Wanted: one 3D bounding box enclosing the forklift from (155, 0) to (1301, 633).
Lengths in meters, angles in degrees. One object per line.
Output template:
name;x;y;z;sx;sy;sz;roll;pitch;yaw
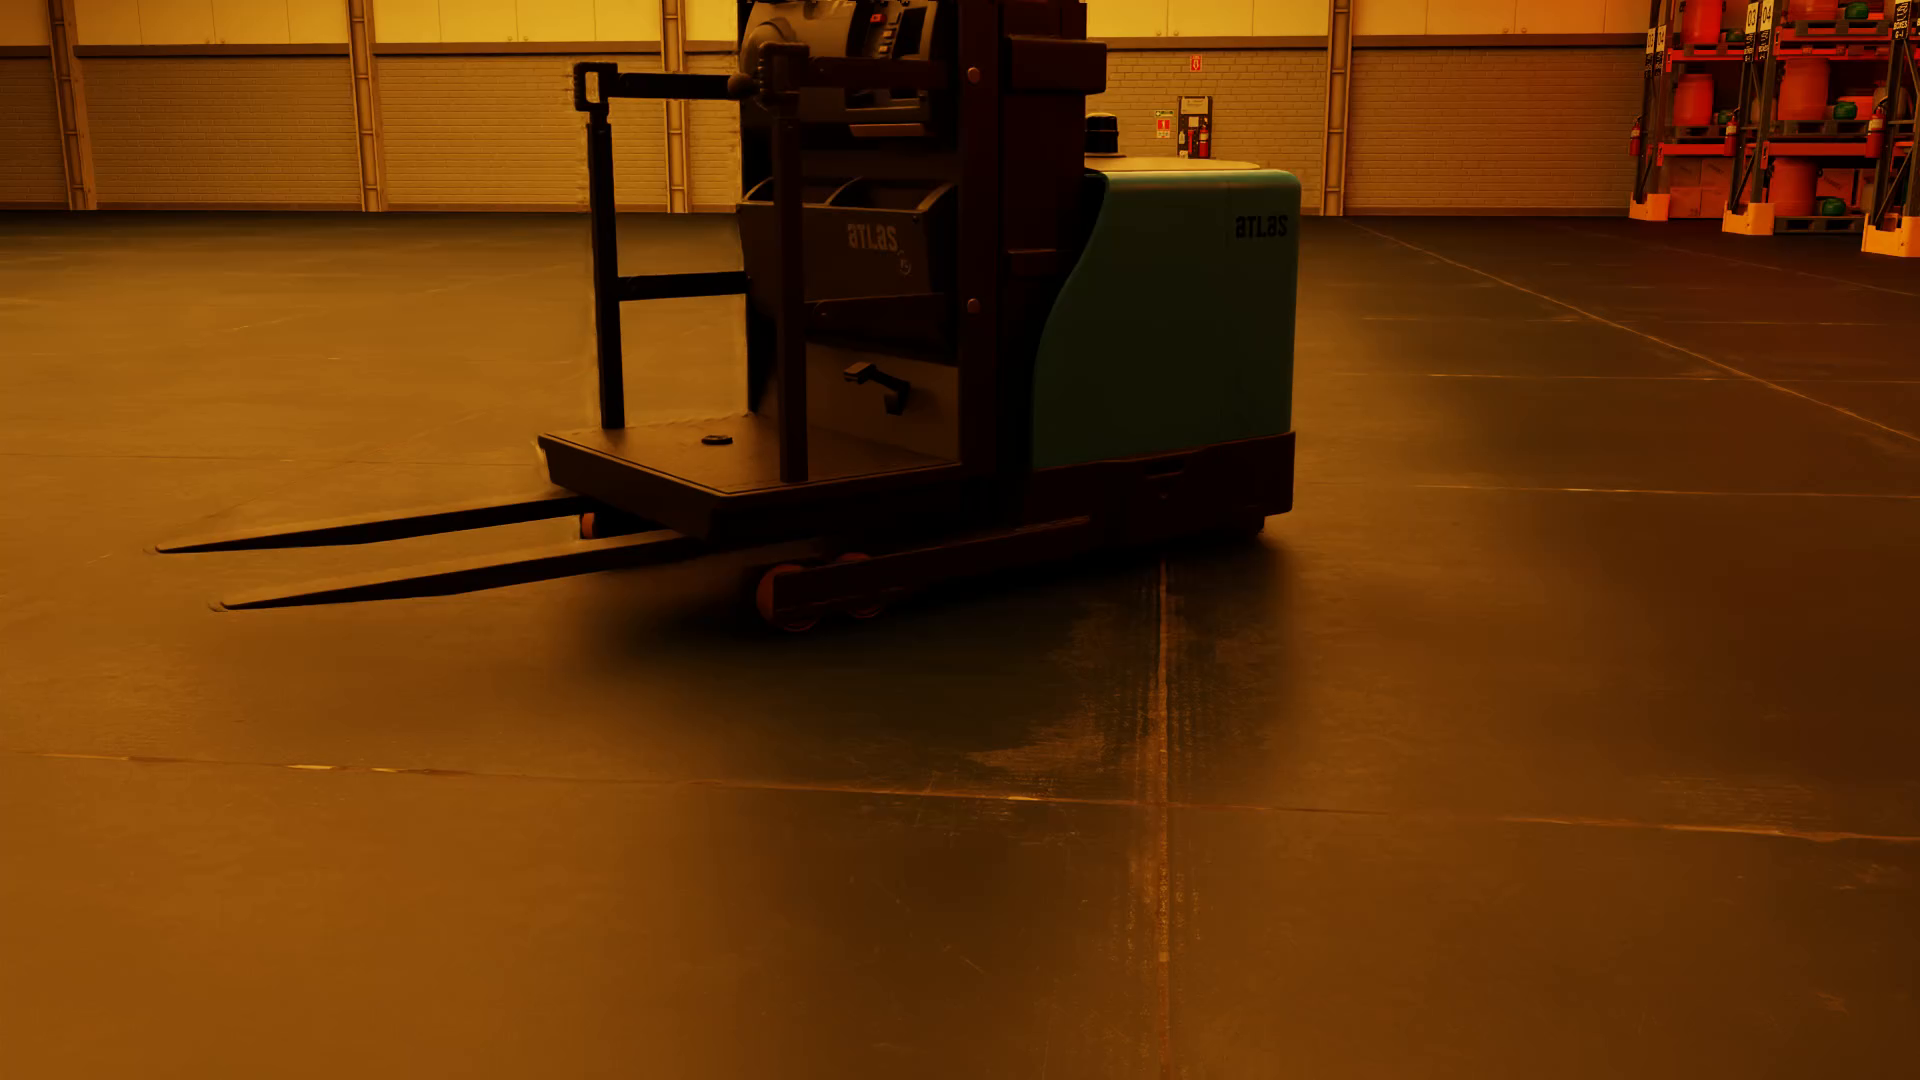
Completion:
forklift;-0.478;-1.340;4.242;3.031;2.935;1.130;-10;16;-36
